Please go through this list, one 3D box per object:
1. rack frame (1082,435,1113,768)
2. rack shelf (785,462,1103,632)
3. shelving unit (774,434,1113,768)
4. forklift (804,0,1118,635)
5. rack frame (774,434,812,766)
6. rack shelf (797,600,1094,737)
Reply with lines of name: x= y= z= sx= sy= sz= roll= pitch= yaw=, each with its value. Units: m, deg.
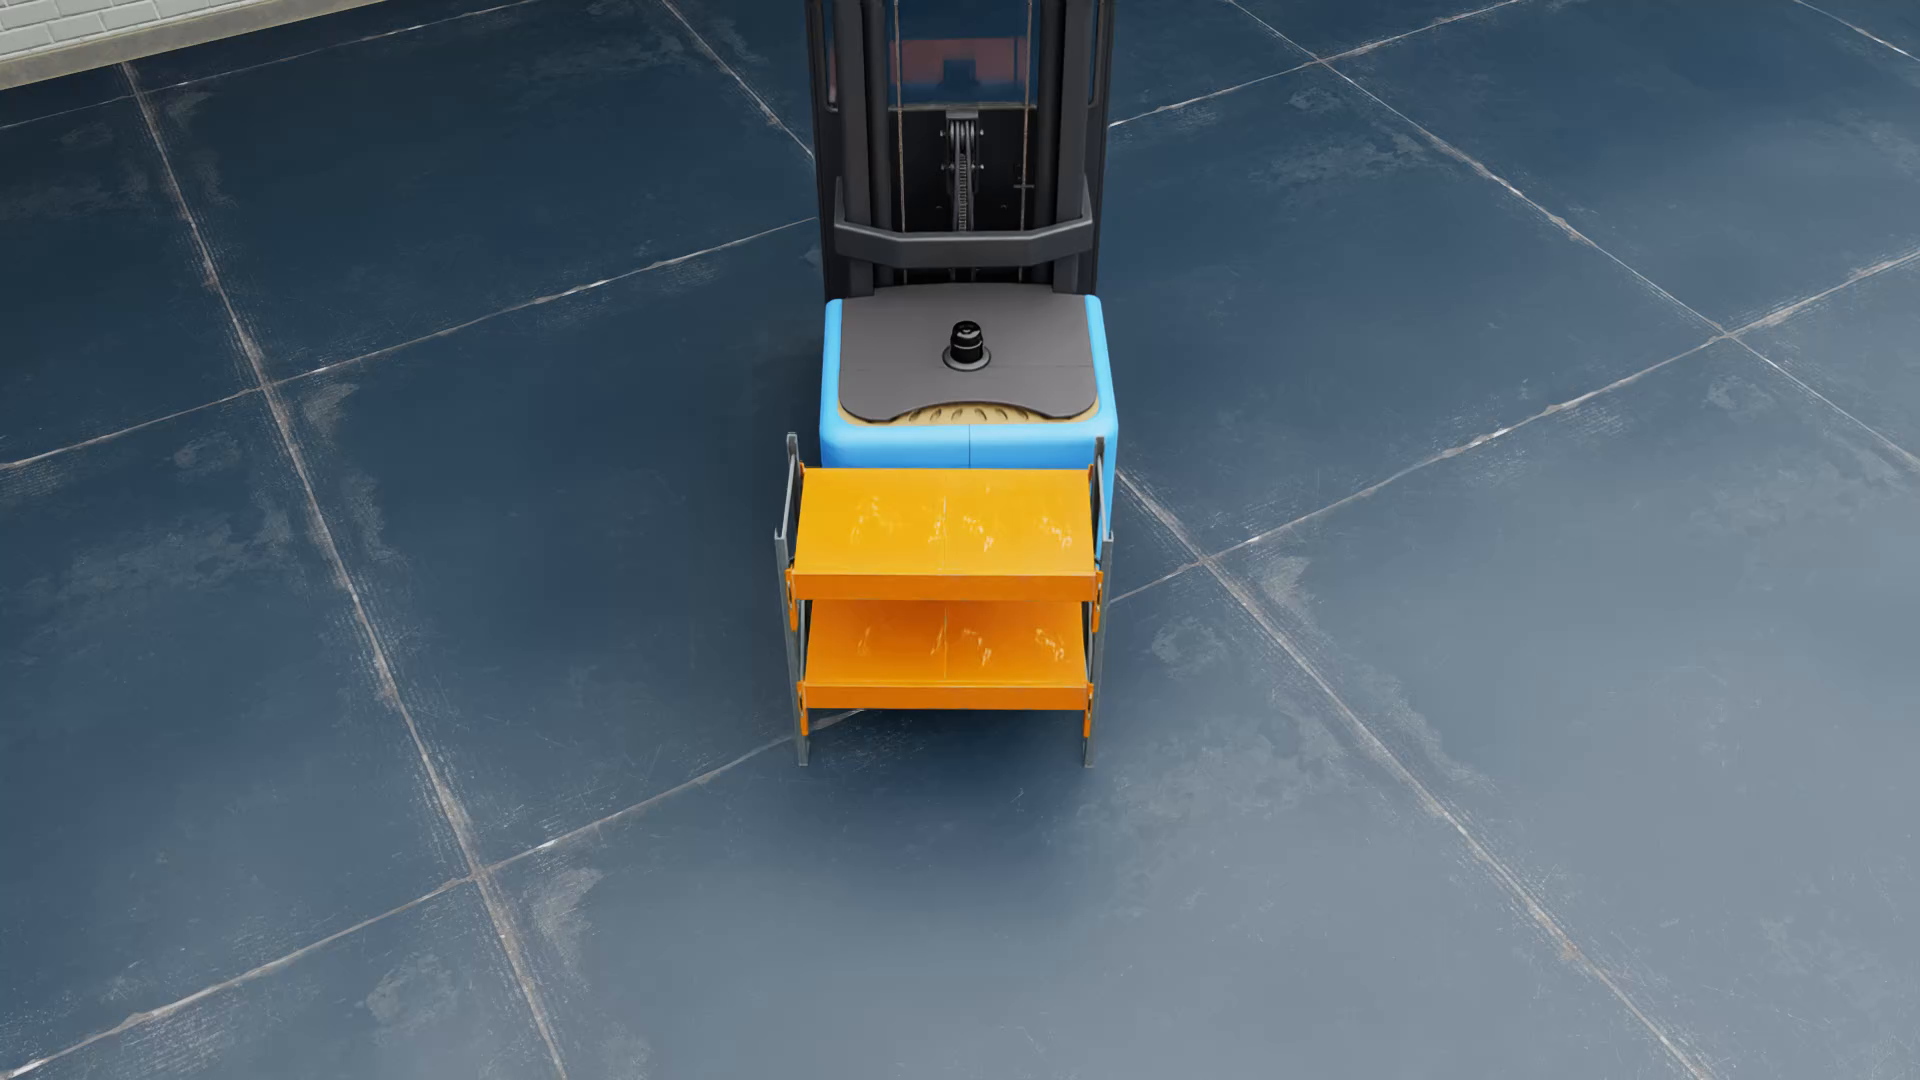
rack frame: x=0.460 y=0.233 z=5.702 sx=0.032 sy=1.125 sz=0.500 roll=0 pitch=44 yaw=0
rack shelf: x=-0.048 y=0.020 z=5.502 sx=1.000 sy=0.278 sz=0.538 roll=0 pitch=44 yaw=0
shelving unit: x=-0.048 y=0.230 z=5.705 sx=1.048 sy=1.125 sz=0.538 roll=0 pitch=44 yaw=0
forklift: x=-0.006 y=-1.677 z=6.373 sx=1.130 sy=2.935 sz=3.031 roll=-1 pitch=44 yaw=-1
rack frame: x=-0.557 y=0.227 z=5.708 sx=0.032 sy=1.125 sz=0.500 roll=0 pitch=44 yaw=0
rack shelf: x=-0.048 y=0.405 z=5.876 sx=1.000 sy=0.278 sz=0.538 roll=0 pitch=44 yaw=0
